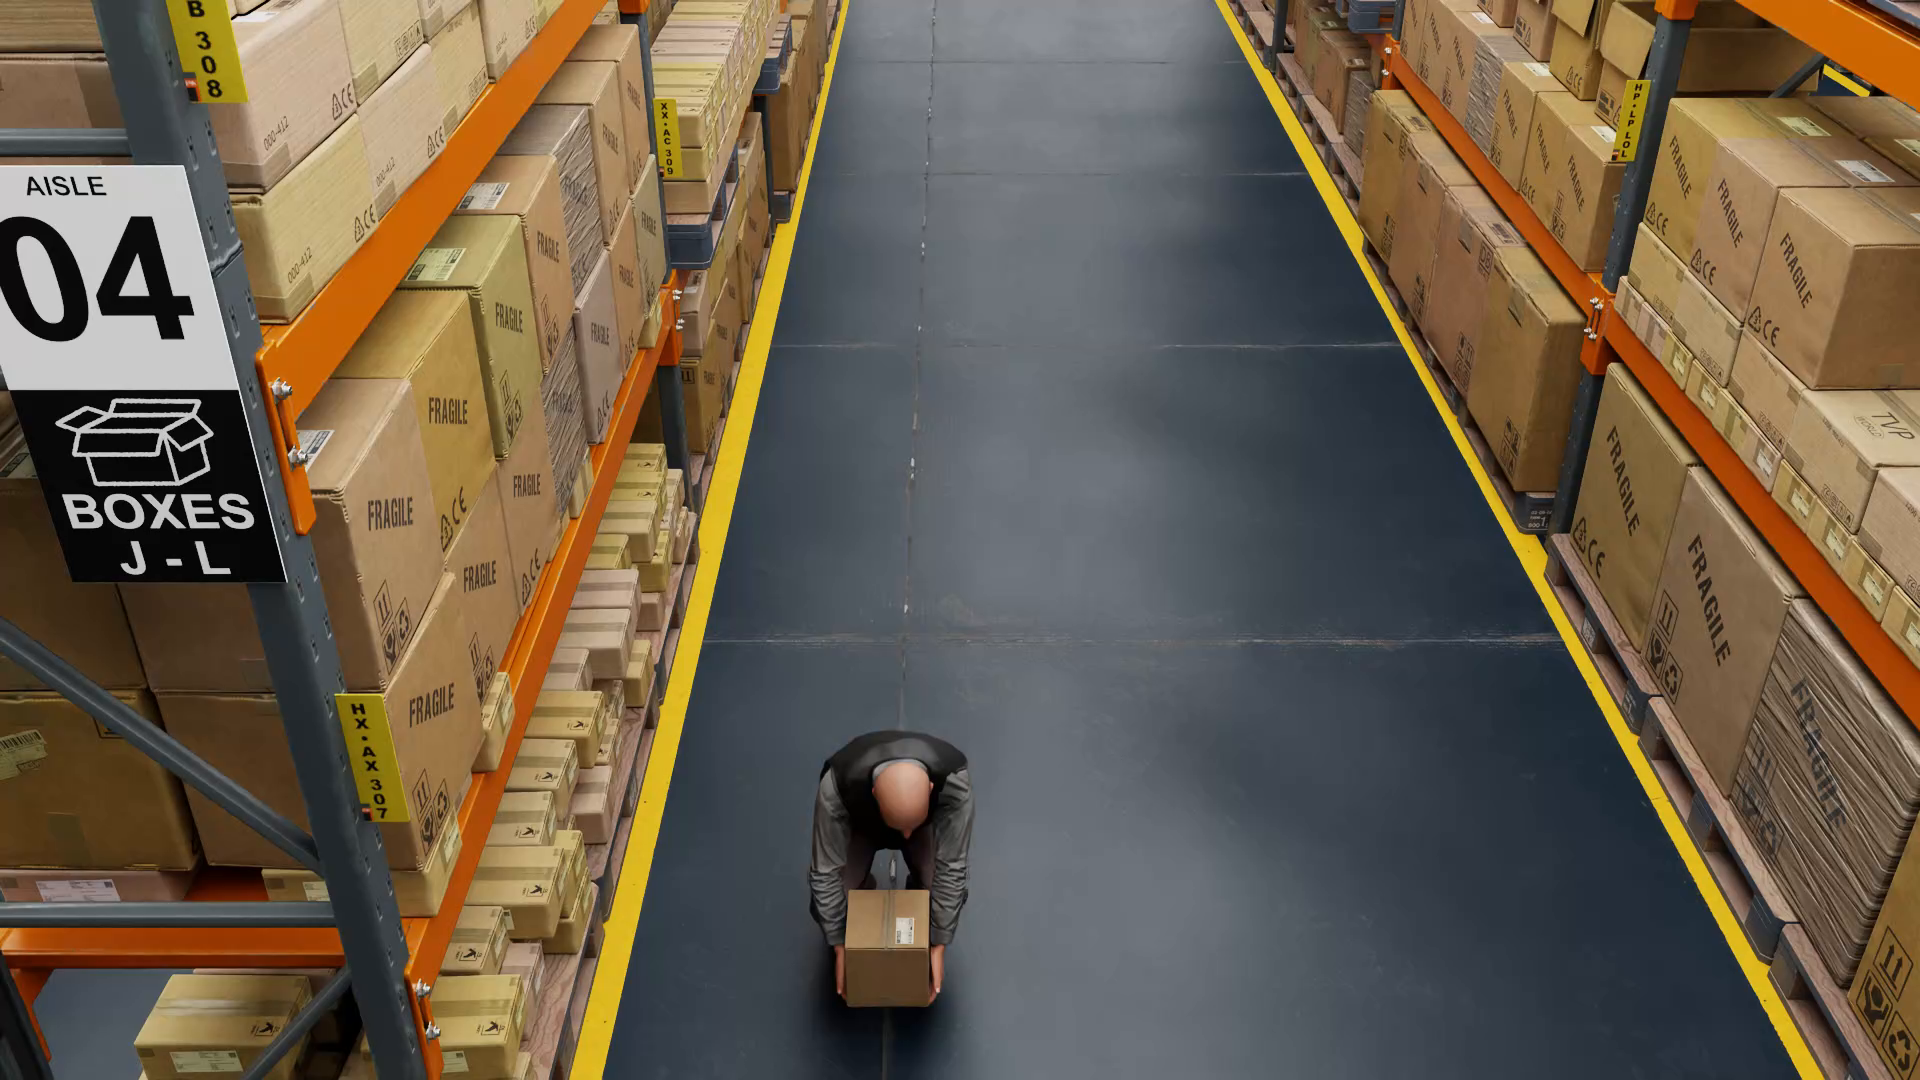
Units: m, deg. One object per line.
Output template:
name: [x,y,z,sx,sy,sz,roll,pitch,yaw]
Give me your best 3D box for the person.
person: [-0.221,0.952,5.331,0.528,0.968,0.859,0,31,0]
